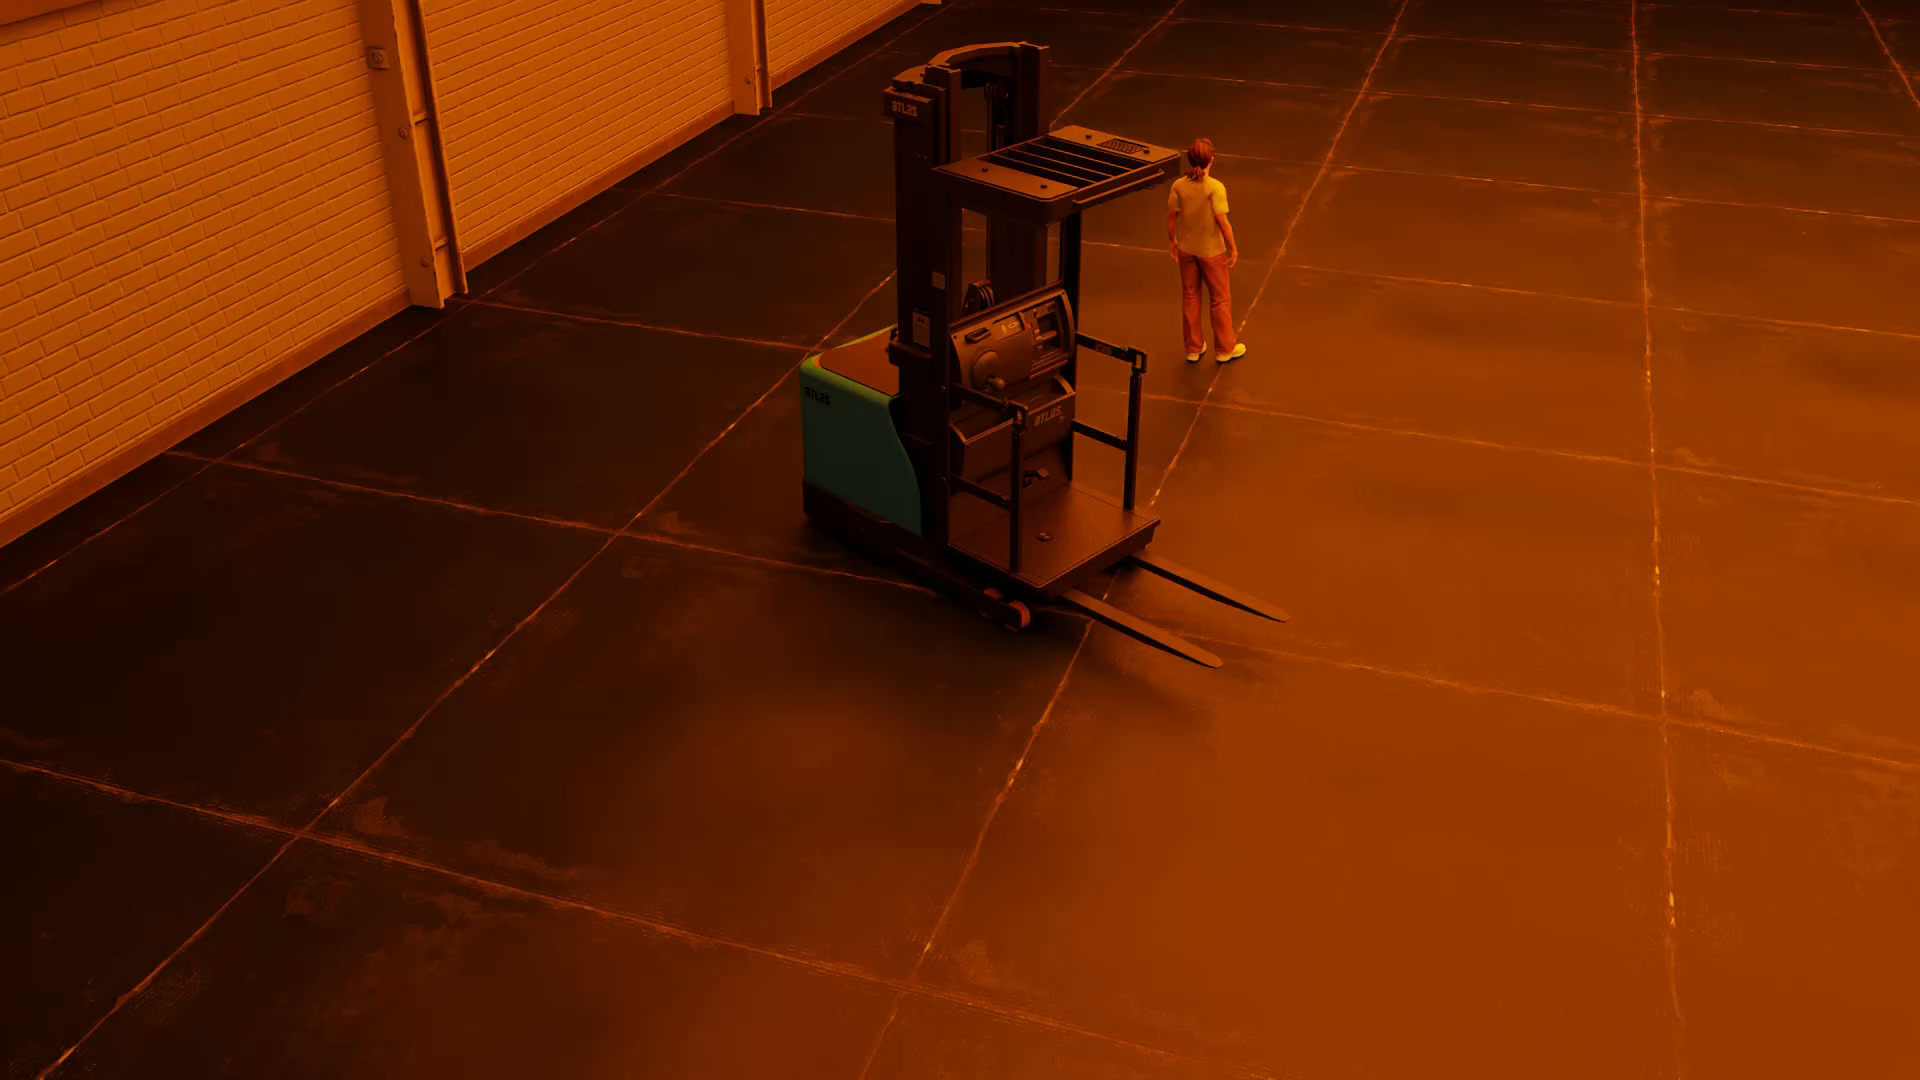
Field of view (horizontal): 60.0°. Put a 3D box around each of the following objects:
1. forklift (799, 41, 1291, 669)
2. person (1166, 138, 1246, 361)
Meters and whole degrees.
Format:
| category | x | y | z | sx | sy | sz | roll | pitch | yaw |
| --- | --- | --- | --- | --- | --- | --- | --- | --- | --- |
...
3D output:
| category | x | y | z | sx | sy | sz | roll | pitch | yaw |
| --- | --- | --- | --- | --- | --- | --- | --- | --- | --- |
| forklift | 0.450 | -1.061 | 8.998 | 3.031 | 2.935 | 1.130 | 25 | 38 | 37 |
| person | 1.795 | -2.111 | 12.101 | 0.553 | 1.664 | 0.548 | 19 | 35 | 29 |
